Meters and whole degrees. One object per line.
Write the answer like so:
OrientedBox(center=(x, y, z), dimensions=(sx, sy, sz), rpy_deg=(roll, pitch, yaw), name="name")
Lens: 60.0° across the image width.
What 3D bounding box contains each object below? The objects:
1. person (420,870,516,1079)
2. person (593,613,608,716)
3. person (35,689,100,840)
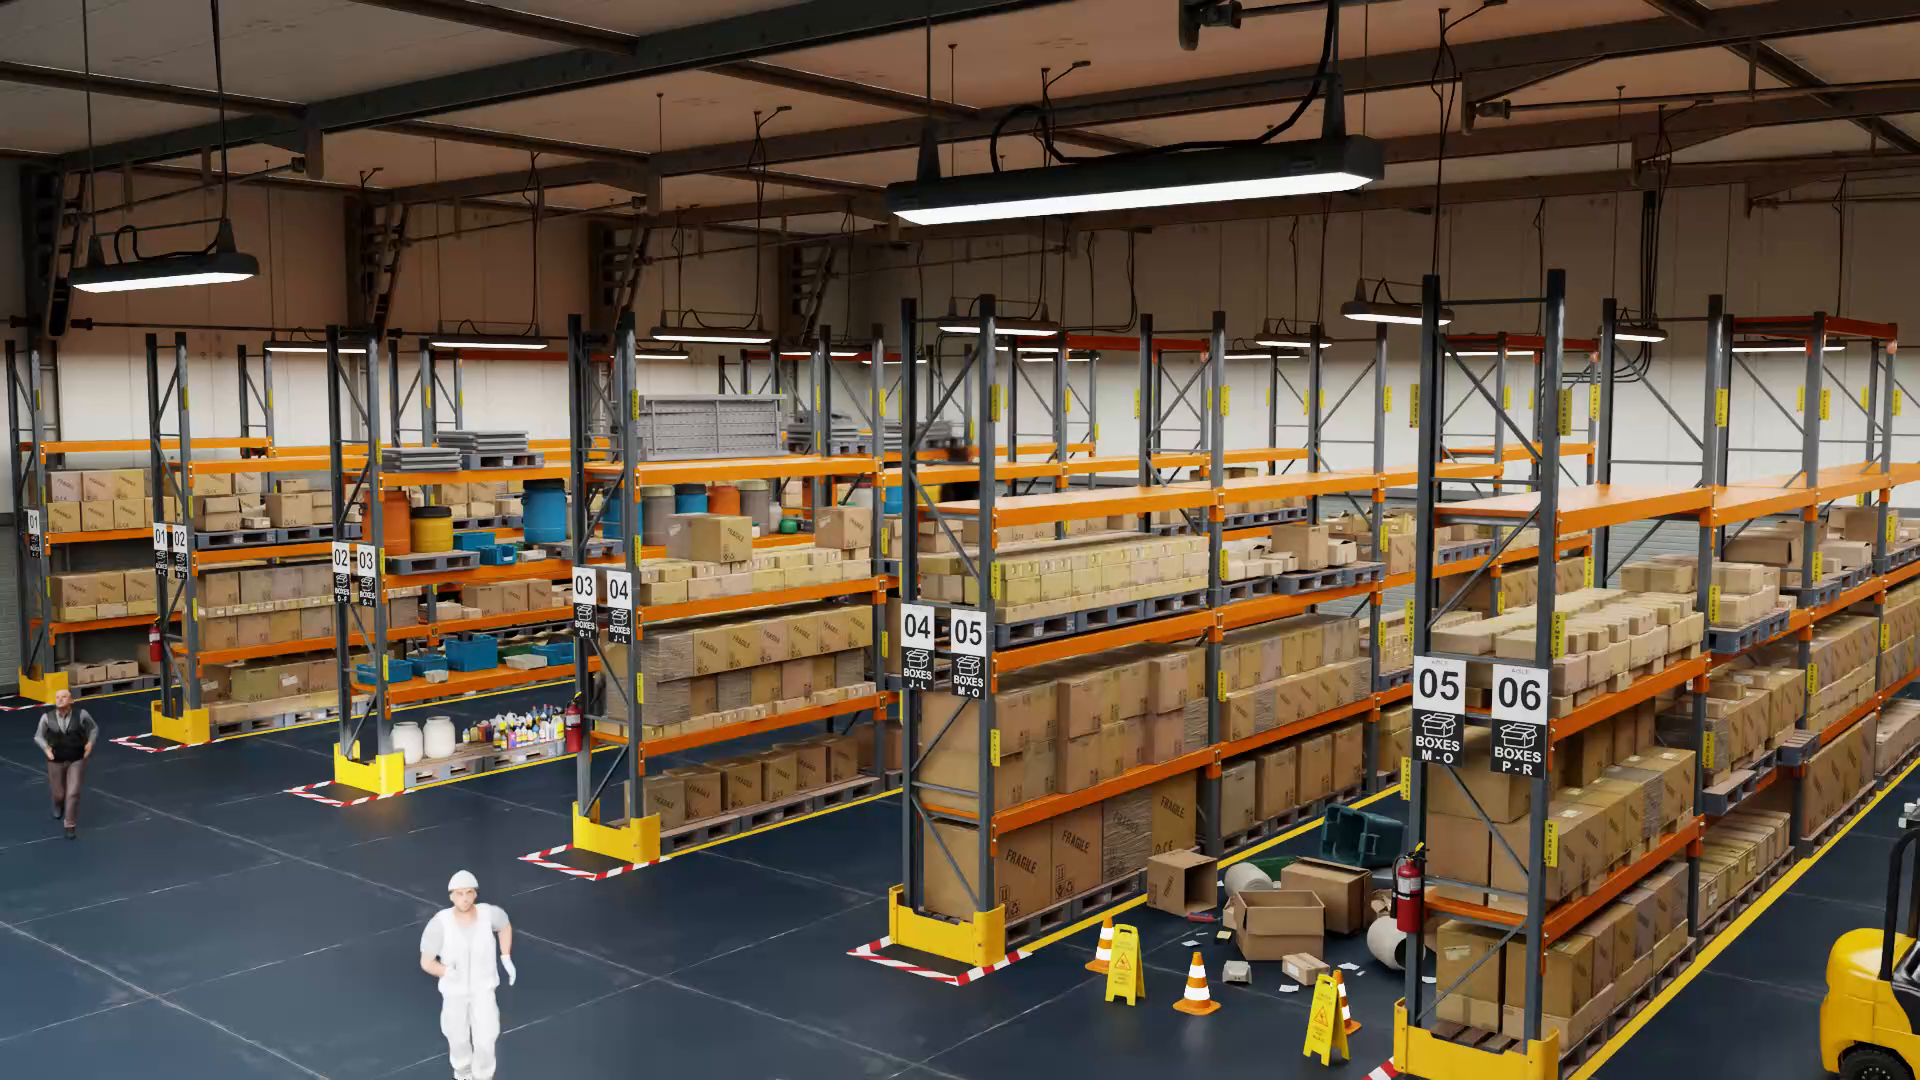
OrientedBox(center=(-3.463, 3.222, 11.743), dimensions=(0.641, 1.827, 0.837), rpy_deg=(-2, 5, -17), name="person")
OrientedBox(center=(-5.691, 1.923, 26.408), dimensions=(0.648, 1.790, 0.705), rpy_deg=(4, 6, 38), name="person")
OrientedBox(center=(-10.420, 2.585, 19.437), dimensions=(0.669, 1.715, 0.810), rpy_deg=(-2, 6, -24), name="person")
